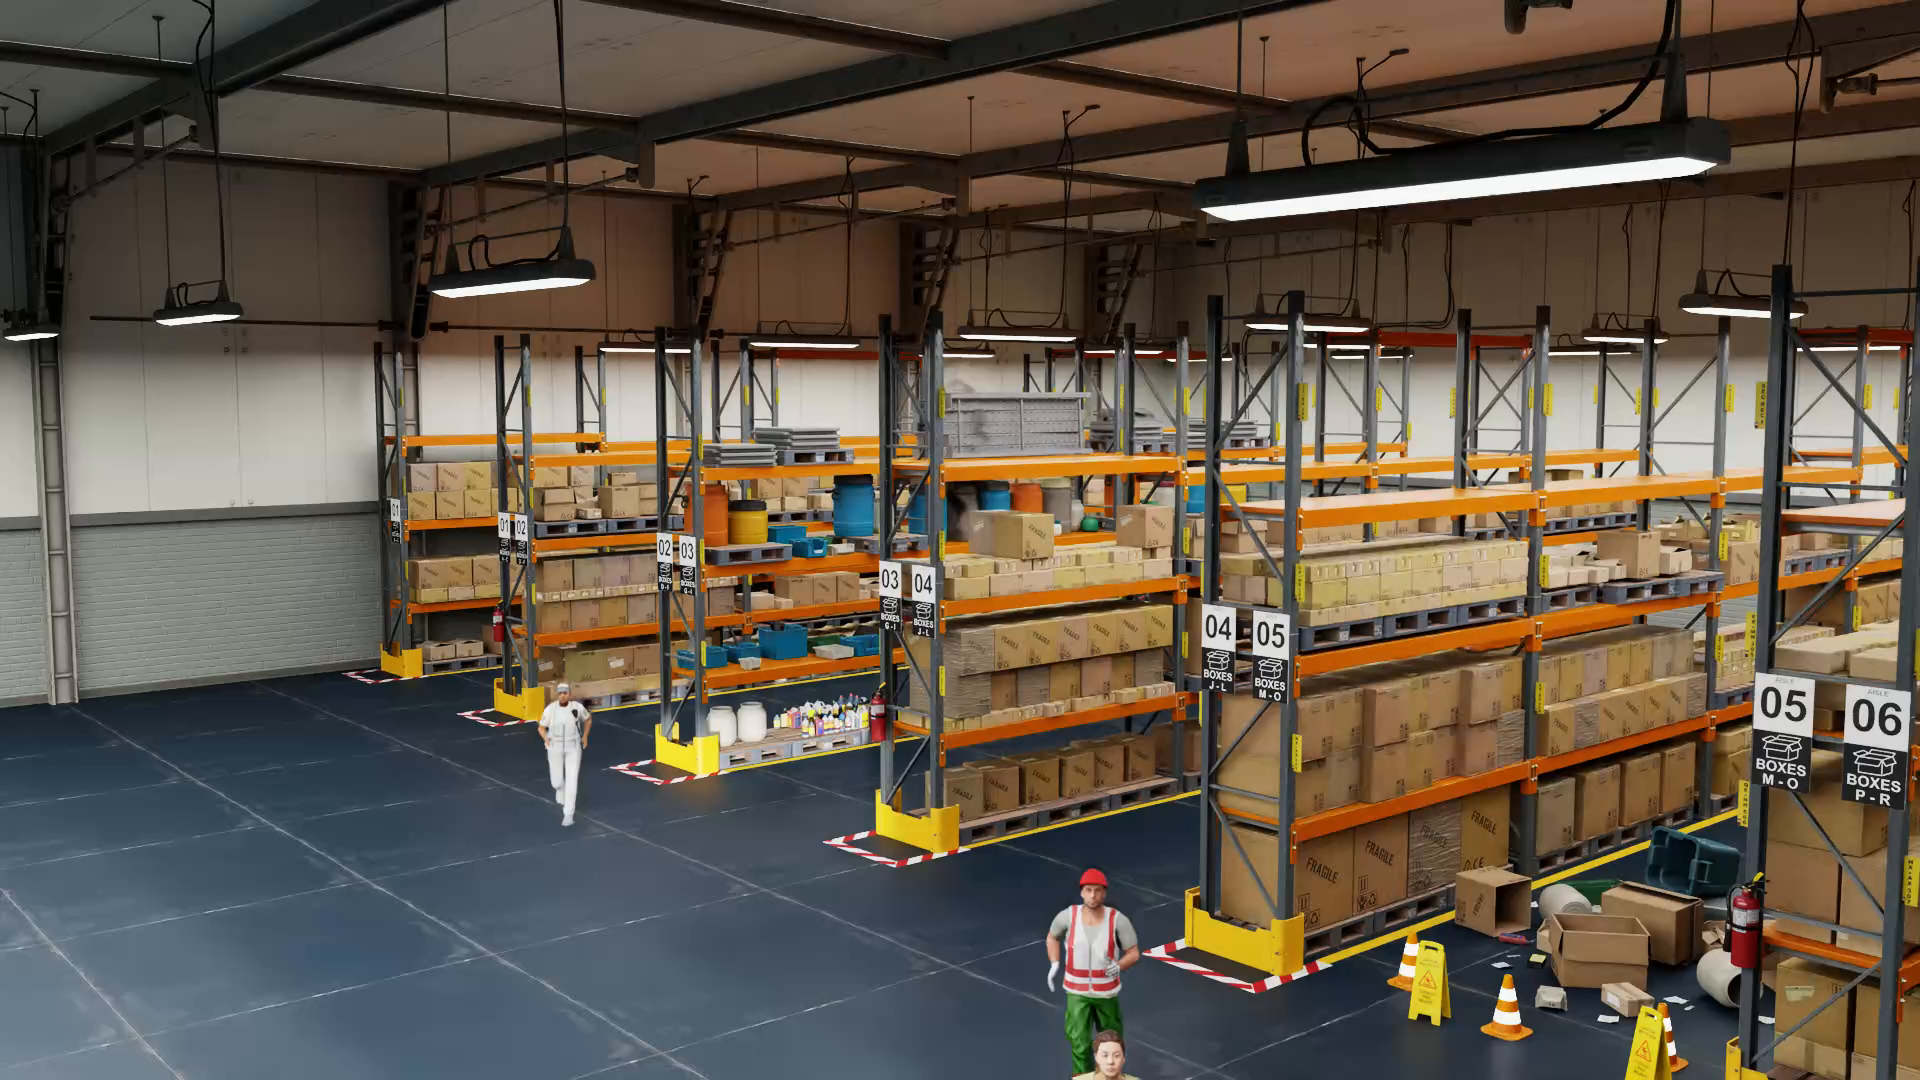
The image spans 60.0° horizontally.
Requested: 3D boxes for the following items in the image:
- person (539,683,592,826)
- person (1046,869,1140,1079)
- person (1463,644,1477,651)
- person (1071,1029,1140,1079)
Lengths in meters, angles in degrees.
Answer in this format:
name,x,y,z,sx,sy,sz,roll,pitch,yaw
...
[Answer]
name,x,y,z,sx,sy,sz,roll,pitch,yaw
person,-4.750,2.540,20.031,0.621,1.678,0.835,-1,5,-10
person,0.939,3.209,11.821,0.670,1.764,0.918,1,5,6
person,7.067,2.206,23.155,0.711,1.763,0.637,-5,7,-43
person,0.814,3.519,9.192,0.575,1.627,0.540,0,5,0
